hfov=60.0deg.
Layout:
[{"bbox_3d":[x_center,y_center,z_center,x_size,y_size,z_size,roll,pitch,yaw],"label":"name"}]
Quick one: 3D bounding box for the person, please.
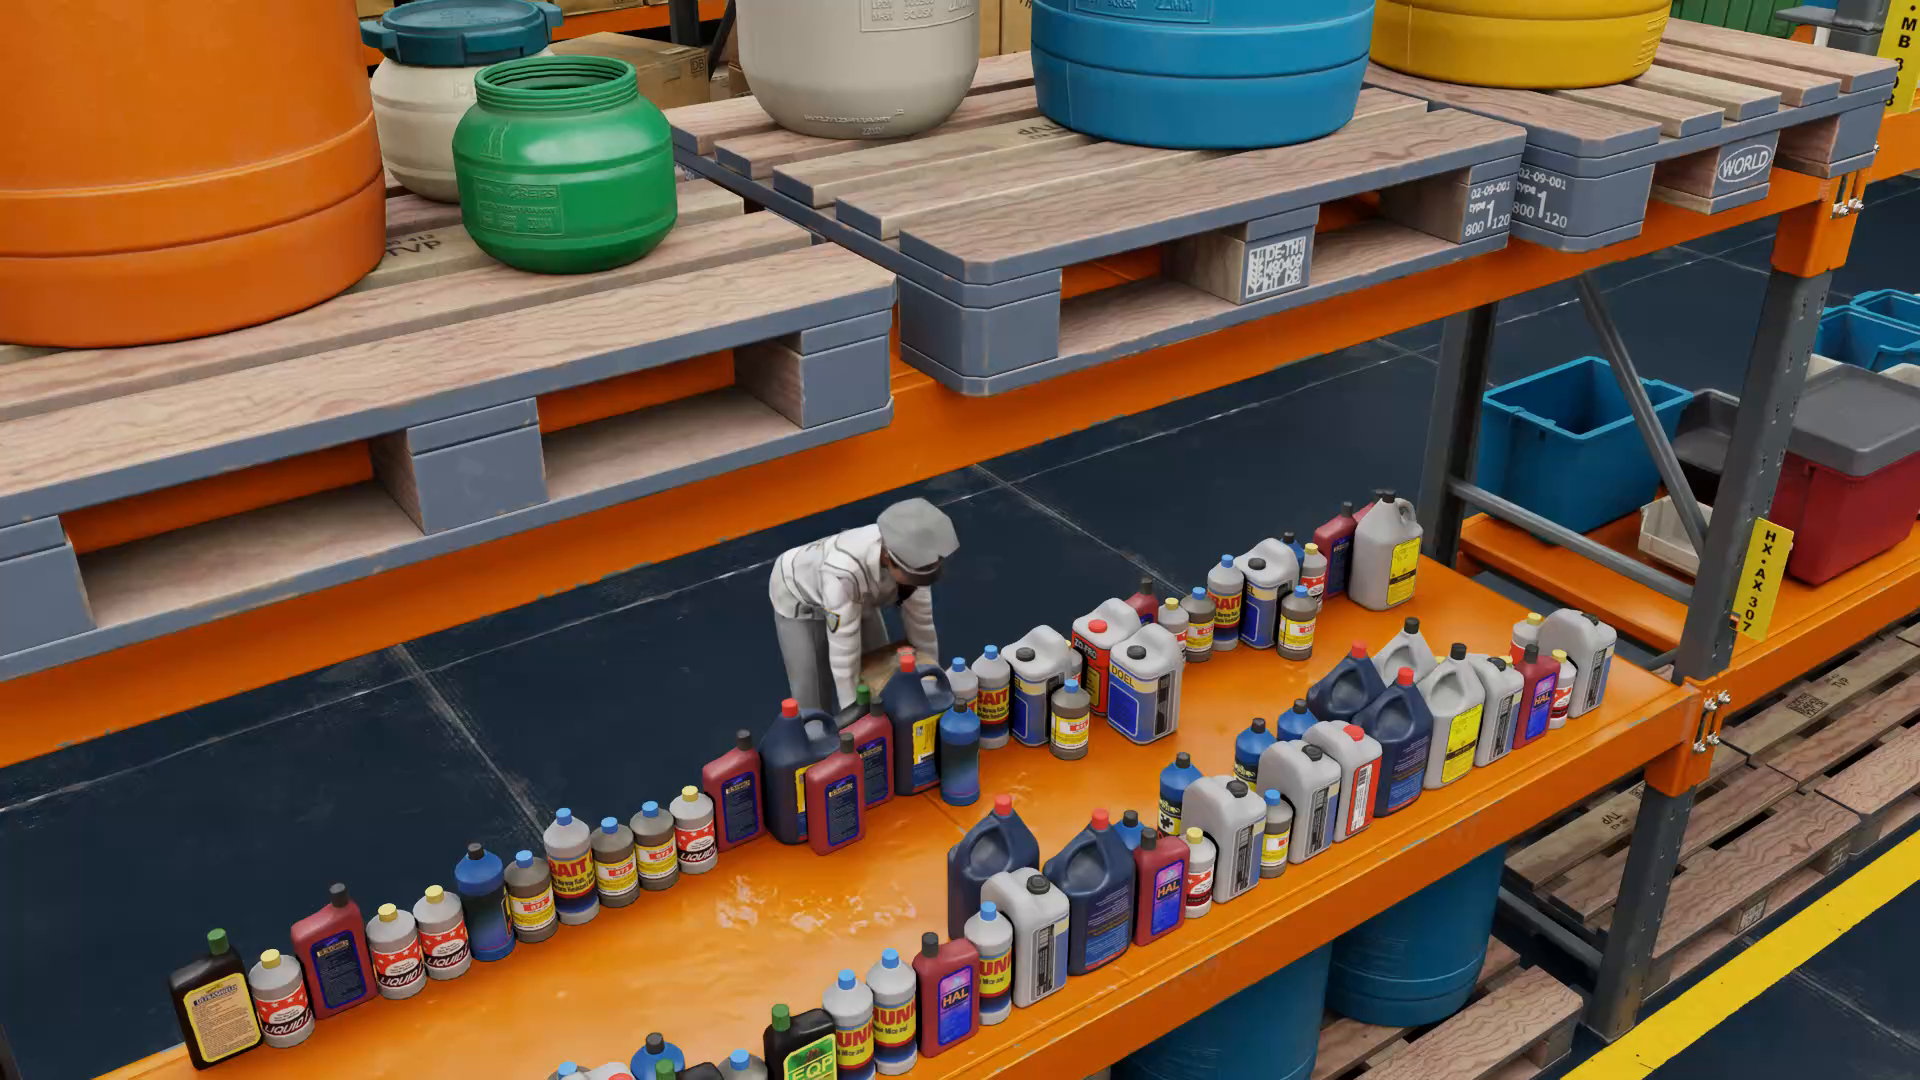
[{"bbox_3d":[-0.312,0.420,5.645,0.415,1.395,0.826,-20,35,-32],"label":"person"}]
